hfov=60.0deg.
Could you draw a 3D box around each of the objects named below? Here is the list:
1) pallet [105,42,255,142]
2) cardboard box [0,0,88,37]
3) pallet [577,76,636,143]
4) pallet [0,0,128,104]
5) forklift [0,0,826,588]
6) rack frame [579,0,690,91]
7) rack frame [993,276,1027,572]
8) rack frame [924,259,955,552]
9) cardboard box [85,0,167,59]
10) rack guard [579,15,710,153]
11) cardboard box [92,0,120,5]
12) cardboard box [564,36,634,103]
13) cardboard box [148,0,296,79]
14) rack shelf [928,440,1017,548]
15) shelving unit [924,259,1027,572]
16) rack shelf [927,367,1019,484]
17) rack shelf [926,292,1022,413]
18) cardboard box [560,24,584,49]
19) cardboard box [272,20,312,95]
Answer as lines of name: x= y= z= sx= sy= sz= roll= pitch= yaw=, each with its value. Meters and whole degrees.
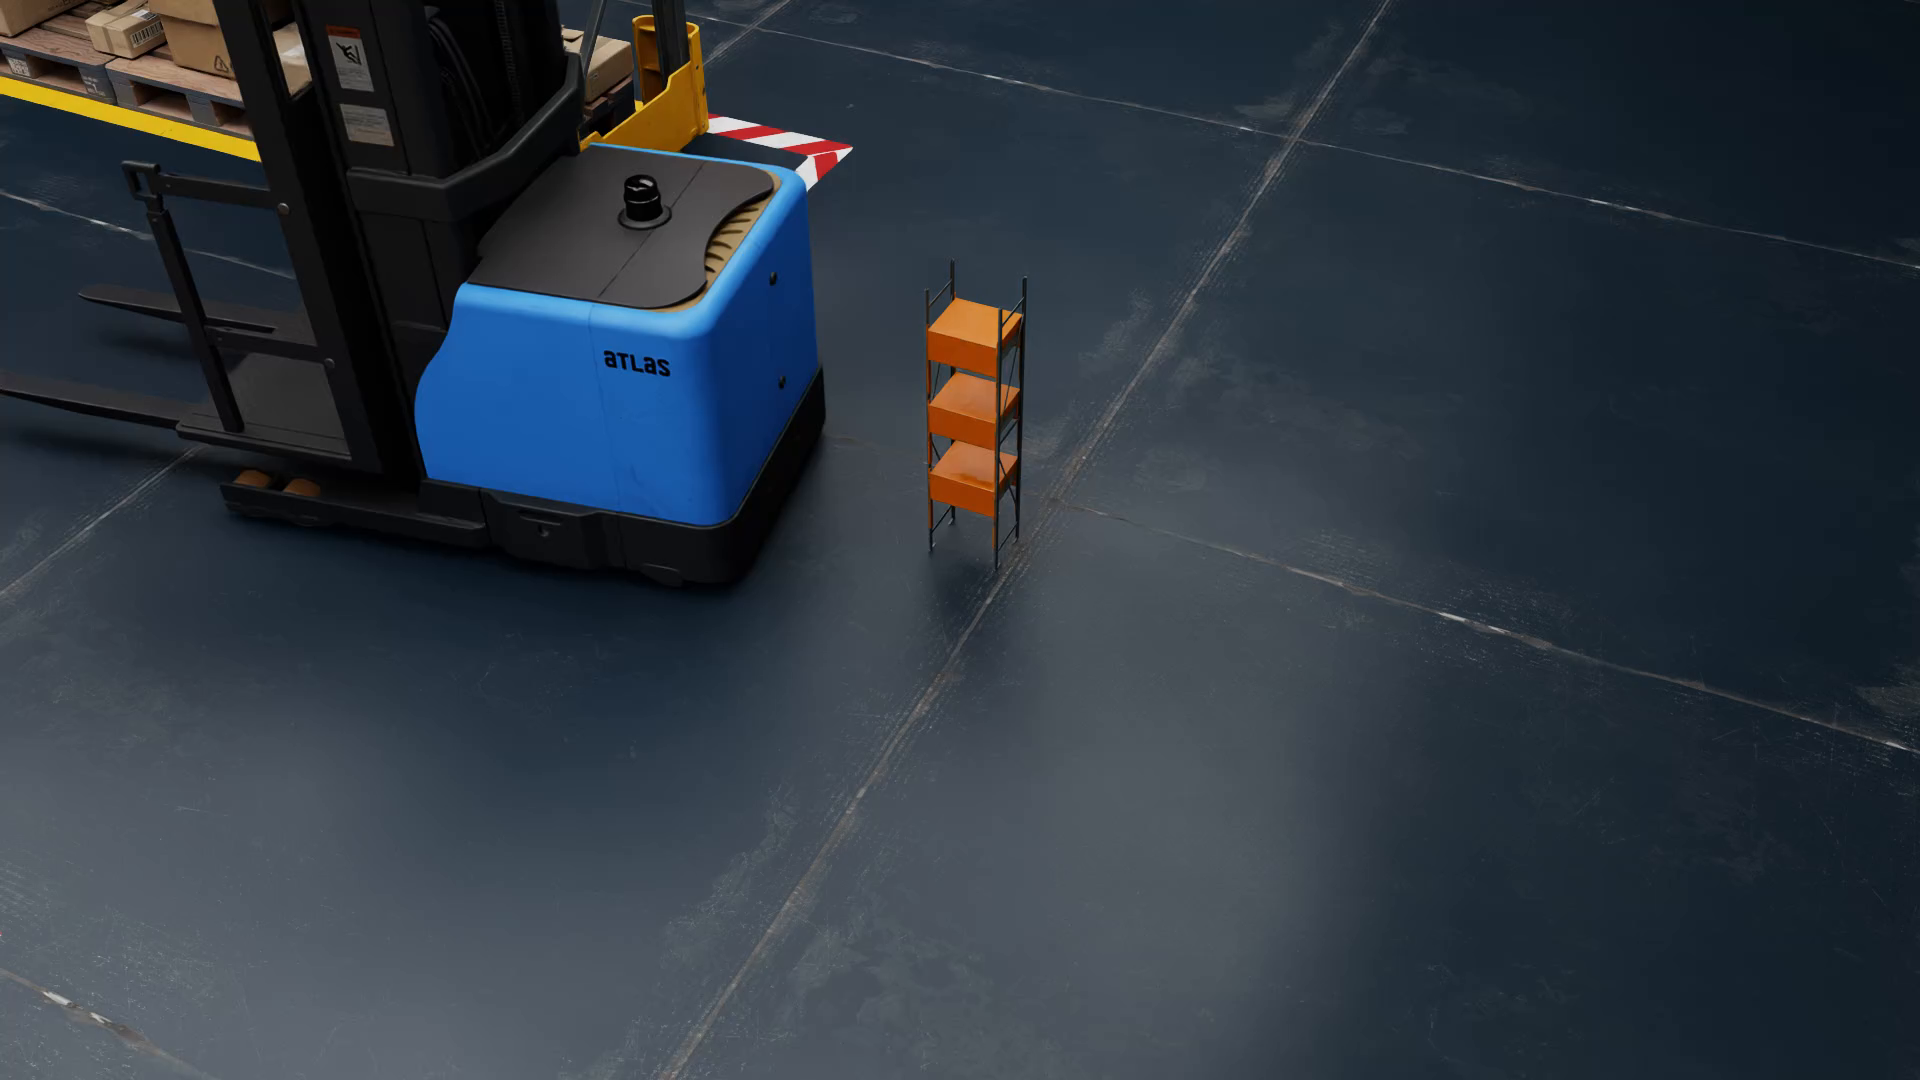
pallet: x=-3.419 y=-2.357 z=8.308 sx=1.213 sy=0.211 sz=1.003 roll=17 pitch=44 yaw=19
cardboard box: x=-4.862 y=-2.844 z=8.458 sx=0.500 sy=0.311 sz=0.500 roll=17 pitch=44 yaw=19
pallet: x=-2.318 y=-2.018 z=7.918 sx=1.213 sy=0.211 sz=1.003 roll=17 pitch=44 yaw=19
pallet: x=-4.529 y=-2.694 z=8.697 sx=1.213 sy=0.211 sz=1.003 roll=17 pitch=44 yaw=19
forklift: x=-2.072 y=-1.477 z=5.217 sx=3.031 sy=2.935 sz=1.130 roll=10 pitch=42 yaw=11
rack frame: x=-1.526 y=-2.831 z=6.726 sx=0.127 sy=3.000 sz=1.000 roll=17 pitch=44 yaw=19
rack frame: x=0.159 y=-0.348 z=5.350 sx=0.008 sy=1.050 sz=0.200 roll=17 pitch=44 yaw=19
rack frame: x=-0.062 y=-0.416 z=5.428 sx=0.008 sy=1.050 sz=0.200 roll=17 pitch=44 yaw=19
cardboard box: x=-4.074 y=-2.556 z=8.236 sx=0.250 sy=0.166 sz=0.380 roll=17 pitch=44 yaw=19
rack guard: x=-1.595 y=-1.907 z=7.569 sx=0.348 sy=0.500 sz=1.175 roll=17 pitch=44 yaw=19
cardboard box: x=-4.515 y=-3.171 z=8.691 sx=0.500 sy=0.500 sz=0.500 roll=17 pitch=44 yaw=19
cardboard box: x=-1.760 y=-2.240 z=7.885 sx=0.250 sy=0.149 sz=0.380 roll=17 pitch=44 yaw=19
cardboard box: x=-3.446 y=-2.644 z=8.081 sx=0.637 sy=0.503 sz=0.797 roll=17 pitch=44 yaw=19
rack shelf: x=0.048 y=-0.164 z=5.578 sx=0.240 sy=0.259 sz=0.215 roll=17 pitch=44 yaw=19
shelving unit: x=0.048 y=-0.382 z=5.389 sx=0.252 sy=1.050 sz=0.215 roll=17 pitch=44 yaw=19
rack shelf: x=0.048 y=-0.374 z=5.396 sx=0.240 sy=0.259 sz=0.215 roll=17 pitch=44 yaw=19
rack shelf: x=0.048 y=-0.588 z=5.210 sx=0.240 sy=0.259 sz=0.215 roll=17 pitch=44 yaw=19
cardboard box: x=-1.987 y=-2.316 z=7.959 sx=0.250 sy=0.166 sz=0.380 roll=17 pitch=44 yaw=19
cardboard box: x=-2.971 y=-2.243 z=7.811 sx=0.500 sy=0.250 sz=0.500 roll=17 pitch=44 yaw=19
